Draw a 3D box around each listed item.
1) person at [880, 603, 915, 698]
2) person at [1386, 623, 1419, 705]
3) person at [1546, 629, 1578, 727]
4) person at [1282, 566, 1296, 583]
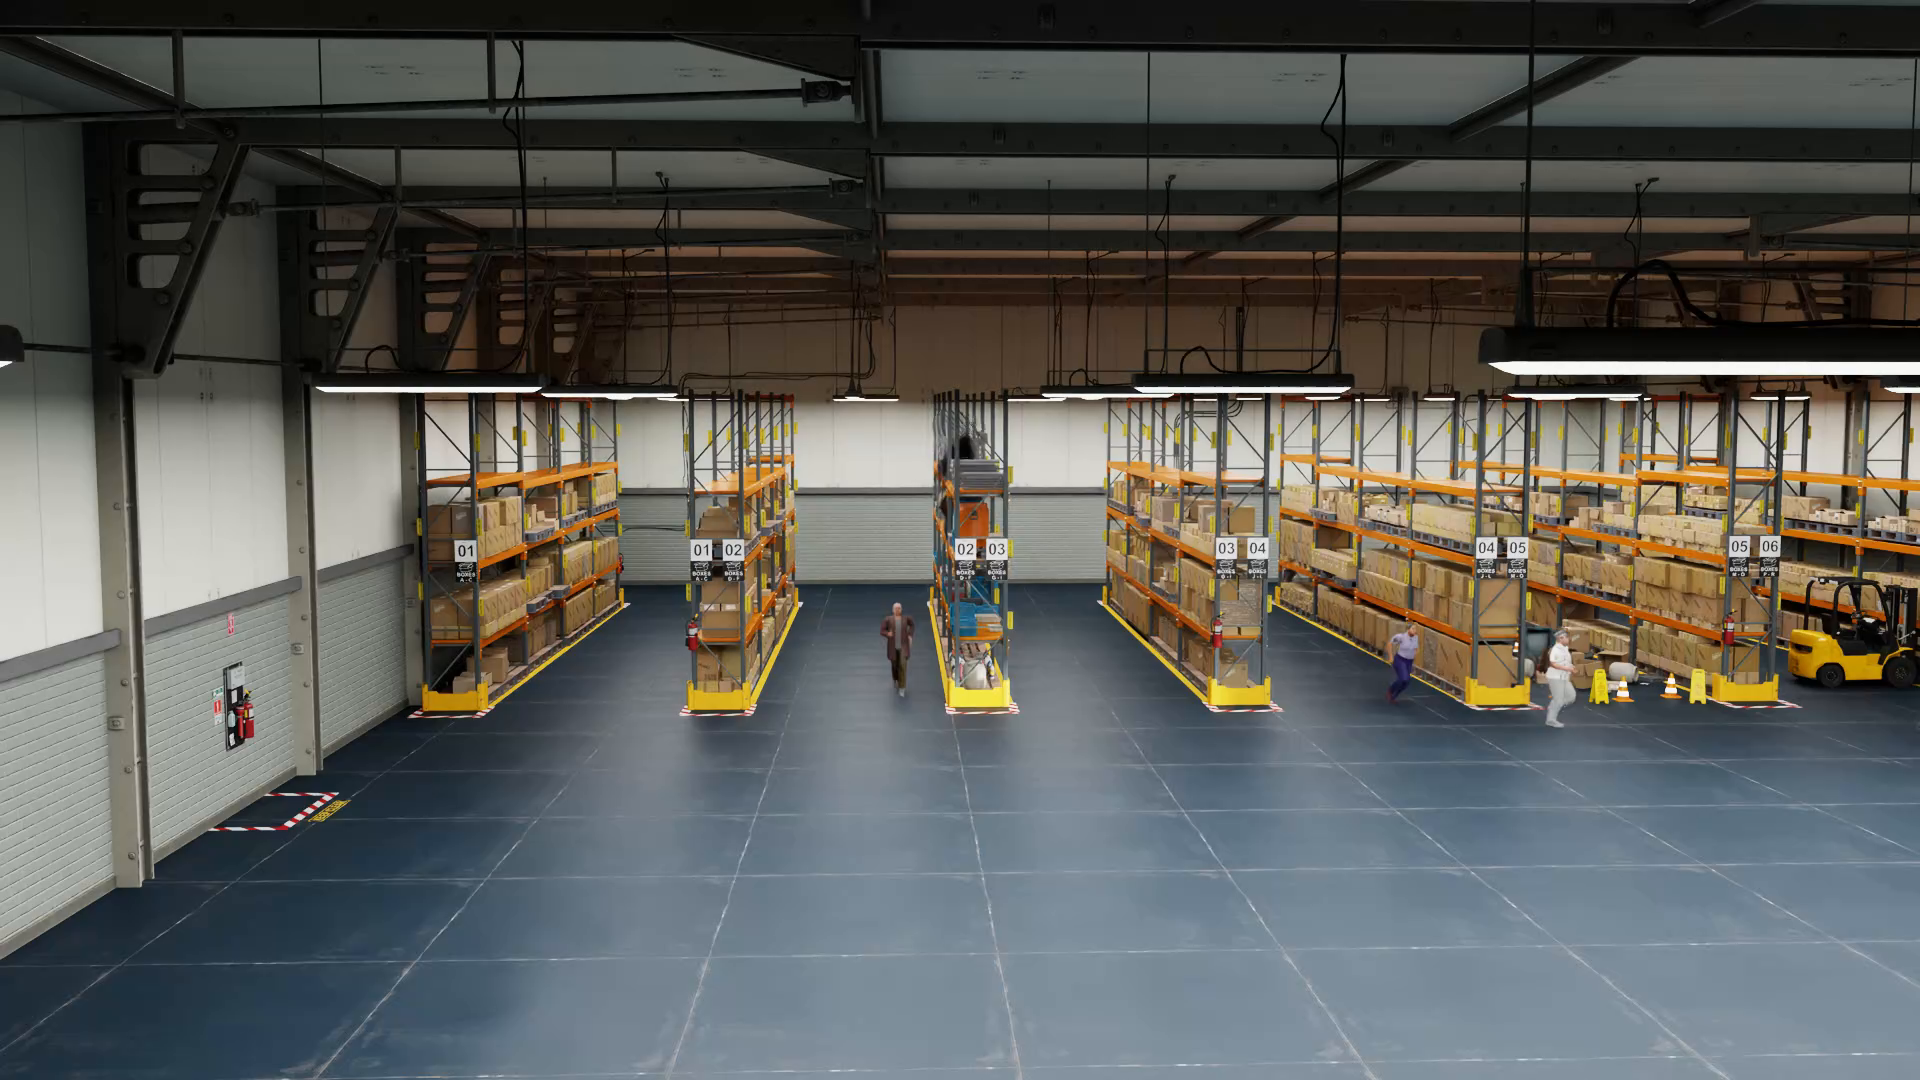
[{"bbox_3d":[-1.235,2.139,32.903,0.703,1.811,1.022,0,5,-2],"label":"person"},{"bbox_3d":[8.488,2.360,31.736,0.572,1.571,0.602,-3,5,-30],"label":"person"},{"bbox_3d":[10.686,2.449,29.464,0.590,1.746,0.644,4,6,38],"label":"person"},{"bbox_3d":[9.692,0.922,48.800,0.560,1.671,0.641,-1,5,-15],"label":"person"}]
